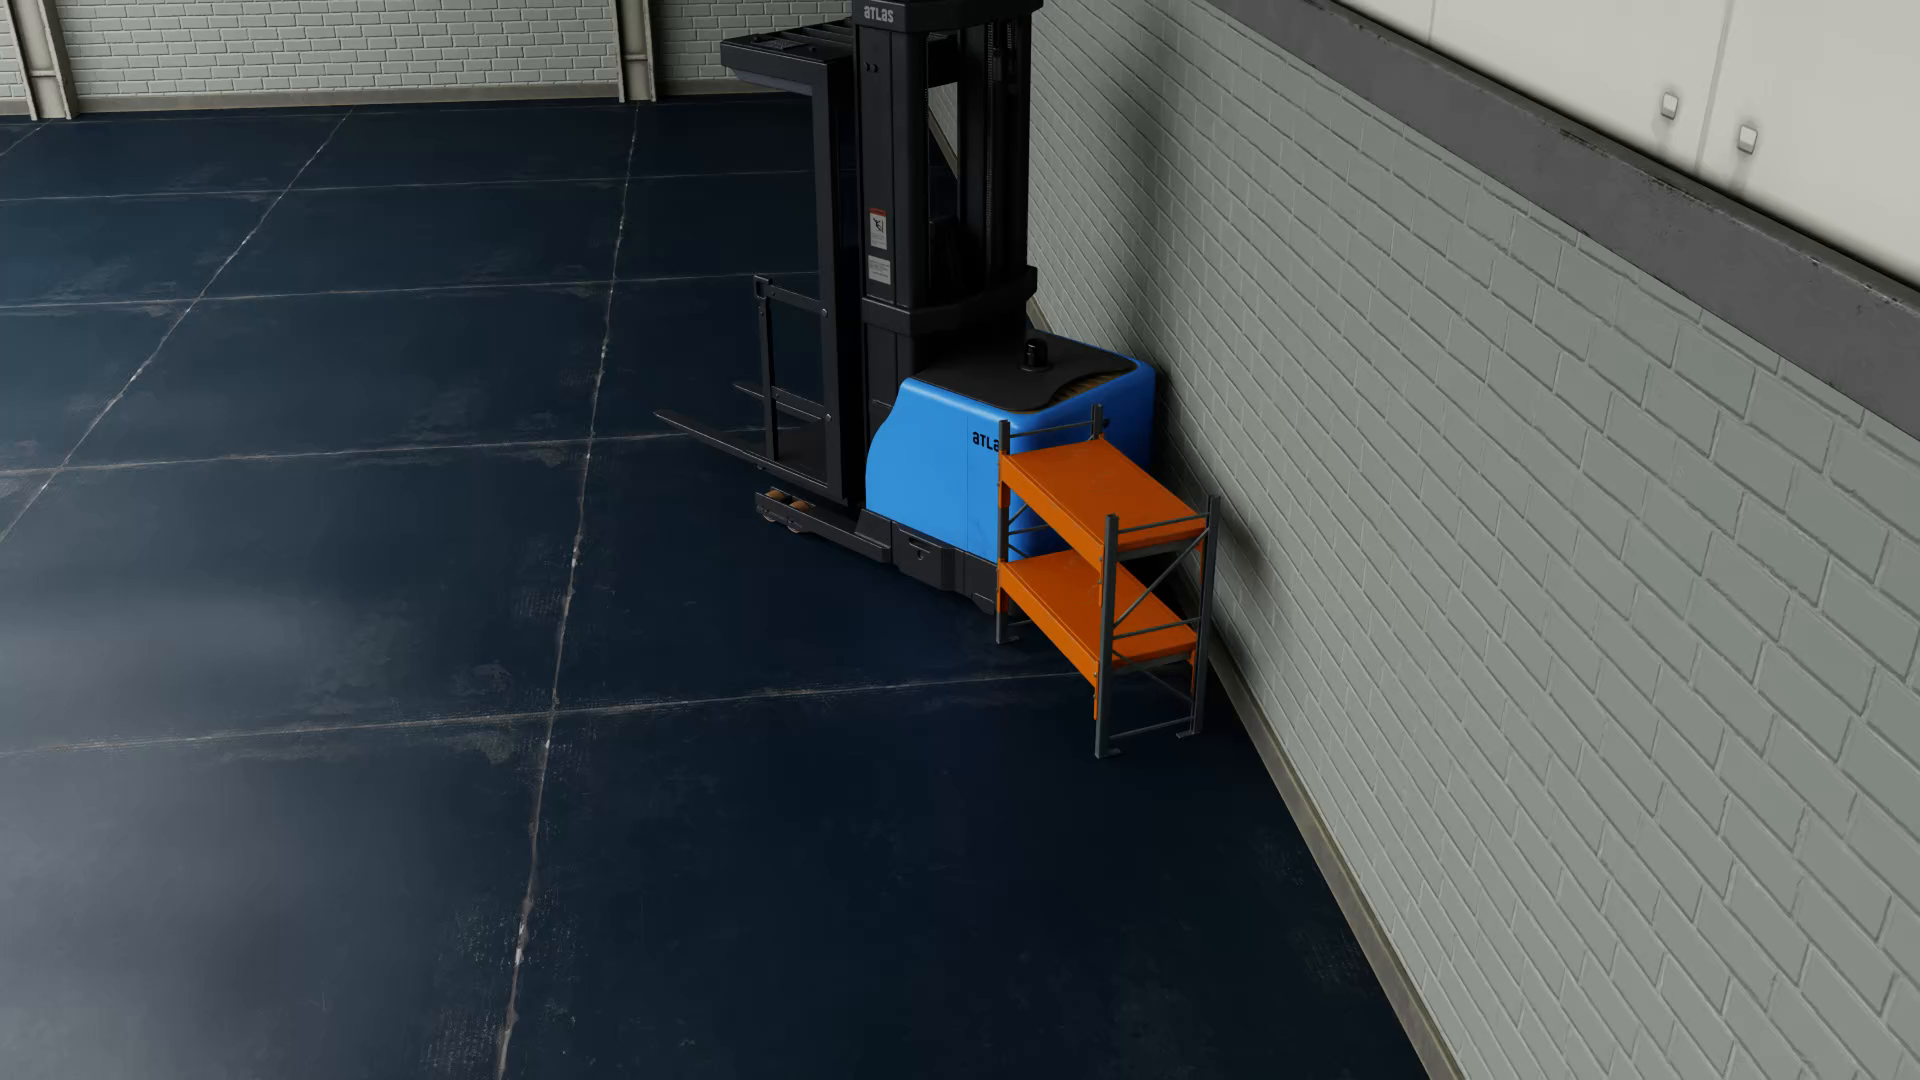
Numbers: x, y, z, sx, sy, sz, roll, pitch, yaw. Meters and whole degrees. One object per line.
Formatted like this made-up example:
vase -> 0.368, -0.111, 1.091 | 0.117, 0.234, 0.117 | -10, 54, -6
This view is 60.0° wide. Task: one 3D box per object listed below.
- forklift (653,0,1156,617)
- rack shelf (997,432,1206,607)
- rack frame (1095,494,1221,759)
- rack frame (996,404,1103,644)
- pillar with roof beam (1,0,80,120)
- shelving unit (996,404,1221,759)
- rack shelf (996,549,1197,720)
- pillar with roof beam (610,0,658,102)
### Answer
forklift -> -0.458, -1.497, 8.458 | 3.031, 2.935, 1.130 | 23, 35, 37
rack shelf -> 0.605, -0.109, 7.089 | 0.538, 0.278, 1.000 | -11, 29, -20
rack frame -> 0.803, 0.365, 6.806 | 0.500, 1.125, 0.032 | -11, 29, -20
rack frame -> 0.406, -0.062, 7.639 | 0.500, 1.125, 0.032 | -11, 29, -20
pillar with roof beam -> -8.845, -6.490, 11.540 | 0.400, 9.000, 9.100 | -4, 27, -7
shelving unit -> 0.605, 0.152, 7.222 | 0.538, 1.125, 1.048 | -11, 29, -20
rack shelf -> 0.605, 0.369, 7.334 | 0.538, 0.278, 1.000 | -11, 29, -20
pillar with roof beam -> -2.903, -6.871, 12.284 | 0.400, 9.000, 9.100 | -4, 27, -7
